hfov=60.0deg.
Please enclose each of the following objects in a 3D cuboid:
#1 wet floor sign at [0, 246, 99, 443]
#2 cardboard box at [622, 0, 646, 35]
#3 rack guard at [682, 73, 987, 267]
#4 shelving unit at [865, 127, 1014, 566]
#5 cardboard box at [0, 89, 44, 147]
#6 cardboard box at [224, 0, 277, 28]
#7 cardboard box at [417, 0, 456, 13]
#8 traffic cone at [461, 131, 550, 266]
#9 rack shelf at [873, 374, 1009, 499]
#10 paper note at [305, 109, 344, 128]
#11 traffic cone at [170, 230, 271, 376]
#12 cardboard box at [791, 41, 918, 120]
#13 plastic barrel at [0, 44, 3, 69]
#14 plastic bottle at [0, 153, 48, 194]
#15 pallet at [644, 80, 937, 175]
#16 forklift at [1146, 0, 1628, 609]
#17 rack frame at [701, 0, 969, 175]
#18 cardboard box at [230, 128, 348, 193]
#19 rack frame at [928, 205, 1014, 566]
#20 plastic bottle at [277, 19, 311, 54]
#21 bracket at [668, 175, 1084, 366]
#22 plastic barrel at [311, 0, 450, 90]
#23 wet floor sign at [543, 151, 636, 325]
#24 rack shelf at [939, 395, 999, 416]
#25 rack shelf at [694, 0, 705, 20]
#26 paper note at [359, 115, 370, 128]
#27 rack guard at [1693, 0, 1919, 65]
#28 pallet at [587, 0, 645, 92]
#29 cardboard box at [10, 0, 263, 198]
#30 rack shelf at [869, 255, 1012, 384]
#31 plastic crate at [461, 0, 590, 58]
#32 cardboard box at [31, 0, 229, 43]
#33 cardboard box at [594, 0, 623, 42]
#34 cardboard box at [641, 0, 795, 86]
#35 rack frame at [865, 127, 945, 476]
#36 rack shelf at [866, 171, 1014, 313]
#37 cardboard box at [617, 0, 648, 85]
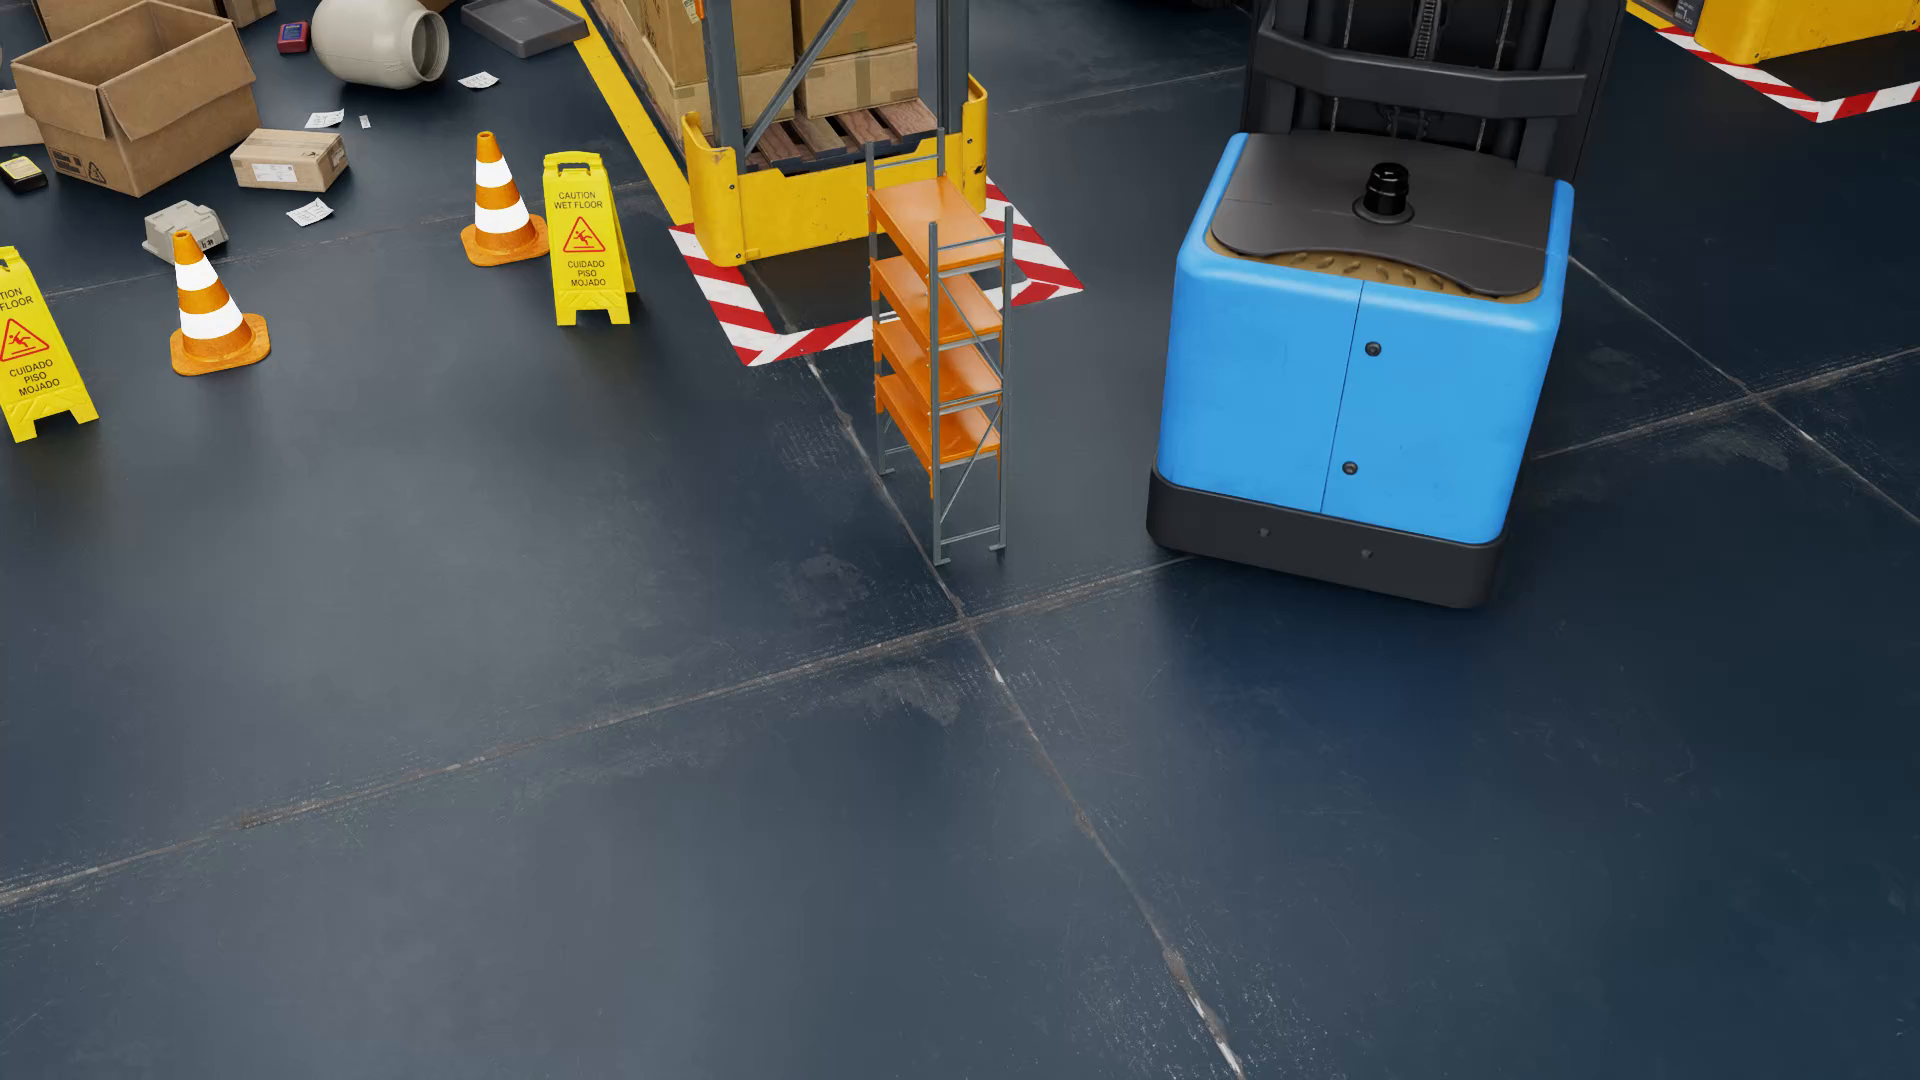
[{"bbox_3d":[-3.144,-0.681,5.547,0.267,0.644,0.232,-23,46,-24],"label":"wet floor sign"},{"bbox_3d":[-1.200,-2.525,7.098,0.500,0.500,0.500,-14,43,-15],"label":"cardboard box"},{"bbox_3d":[-0.479,-1.491,6.601,1.175,0.500,0.348,-15,43,-17],"label":"rack guard"},{"bbox_3d":[-0.063,-0.555,4.975,0.258,1.200,0.503,-15,43,-17],"label":"shelving unit"},{"bbox_3d":[-4.156,-1.894,7.249,0.396,0.266,0.258,-8,41,-9],"label":"cardboard box"},{"bbox_3d":[-3.652,-2.740,8.232,0.396,0.266,0.258,19,44,20],"label":"cardboard box"},{"bbox_3d":[-2.828,-2.871,8.203,0.500,0.500,0.500,12,42,13],"label":"cardboard box"},{"bbox_3d":[-1.806,-1.368,6.486,0.336,0.463,0.334,-15,43,-17],"label":"traffic cone"},{"bbox_3d":[-0.063,-0.353,5.148,0.258,0.148,0.480,-15,43,-17],"label":"rack shelf"},{"bbox_3d":[-2.837,-1.885,7.427,0.148,0.019,0.142,-2,41,-2],"label":"paper note"},{"bbox_3d":[-2.702,-0.887,5.926,0.336,0.463,0.334,-15,43,-17],"label":"traffic cone"},{"bbox_3d":[-0.503,-2.065,7.137,0.500,0.250,0.500,-15,43,-17],"label":"cardboard box"},{"bbox_3d":[-4.664,-2.229,7.518,0.512,0.421,0.421,12,42,13],"label":"plastic barrel"},{"bbox_3d":[-3.966,-1.552,7.008,0.133,0.061,0.283,-31,49,-31],"label":"plastic bottle"},{"bbox_3d":[-0.757,-1.880,7.274,1.003,0.211,1.213,-15,43,-17],"label":"pallet"},{"bbox_3d":[1.530,-1.880,5.188,1.130,2.935,3.031,12,42,14],"label":"forklift"},{"bbox_3d":[-0.450,-2.393,5.732,1.000,3.000,0.127,-15,43,-17],"label":"rack frame"},{"bbox_3d":[-2.817,-1.597,6.993,0.380,0.149,0.250,5,41,6],"label":"cardboard box"},{"bbox_3d":[0.030,-0.408,4.804,0.240,1.200,0.015,-15,43,-17],"label":"rack frame"},{"bbox_3d":[-3.219,-2.443,8.044,0.133,0.061,0.283,-8,41,-9],"label":"plastic bottle"},{"bbox_3d":[-0.346,-1.108,6.538,1.378,0.001,1.079,-15,43,-17],"label":"bracket"},{"bbox_3d":[-2.639,-2.283,7.580,0.512,0.421,0.421,12,42,13],"label":"plastic barrel"},{"bbox_3d":[-1.366,-1.119,6.056,0.267,0.644,0.232,-2,41,-2],"label":"wet floor sign"},{"bbox_3d":[-0.063,-0.525,5.000,0.199,0.029,0.442,-15,43,-17],"label":"rack shelf"},{"bbox_3d":[-1.215,-3.325,7.368,1.077,0.370,4.000,-15,43,-17],"label":"rack shelf"},{"bbox_3d":[-7.054,-5.641,11.648,3.823,0.211,13.979,-15,43,-17],"label":"paper note"},{"bbox_3d":[4.144,-2.671,7.973,1.175,0.500,0.348,-15,43,-17],"label":"rack guard"},{"bbox_3d":[-1.220,-2.614,8.127,1.003,0.211,1.213,-15,43,-17],"label":"pallet"},{"bbox_3d":[-3.461,-1.873,7.042,0.637,0.503,0.797,19,44,20],"label":"cardboard box"},{"bbox_3d":[-0.063,-0.673,4.873,0.258,0.148,0.480,-15,43,-17],"label":"rack shelf"},{"bbox_3d":[-2.137,-2.545,8.149,0.402,0.080,0.583,-31,49,-31],"label":"plastic crate"},{"bbox_3d":[-3.826,-2.486,7.651,0.797,0.637,0.503,-15,43,-17],"label":"cardboard box"},{"bbox_3d":[-1.404,-2.557,7.710,0.500,0.250,0.500,-17,43,-18],"label":"cardboard box"},{"bbox_3d":[-0.997,-2.212,6.733,0.500,0.500,0.500,-15,43,-17],"label":"cardboard box"},{"bbox_3d":[-0.157,-0.702,5.146,0.240,1.200,0.015,-15,43,-17],"label":"rack frame"},{"bbox_3d":[-0.063,-0.853,4.719,0.258,0.148,0.480,-15,43,-17],"label":"rack shelf"},{"bbox_3d":[-1.199,-2.244,7.345,0.500,0.250,0.500,-15,43,-17],"label":"cardboard box"}]
